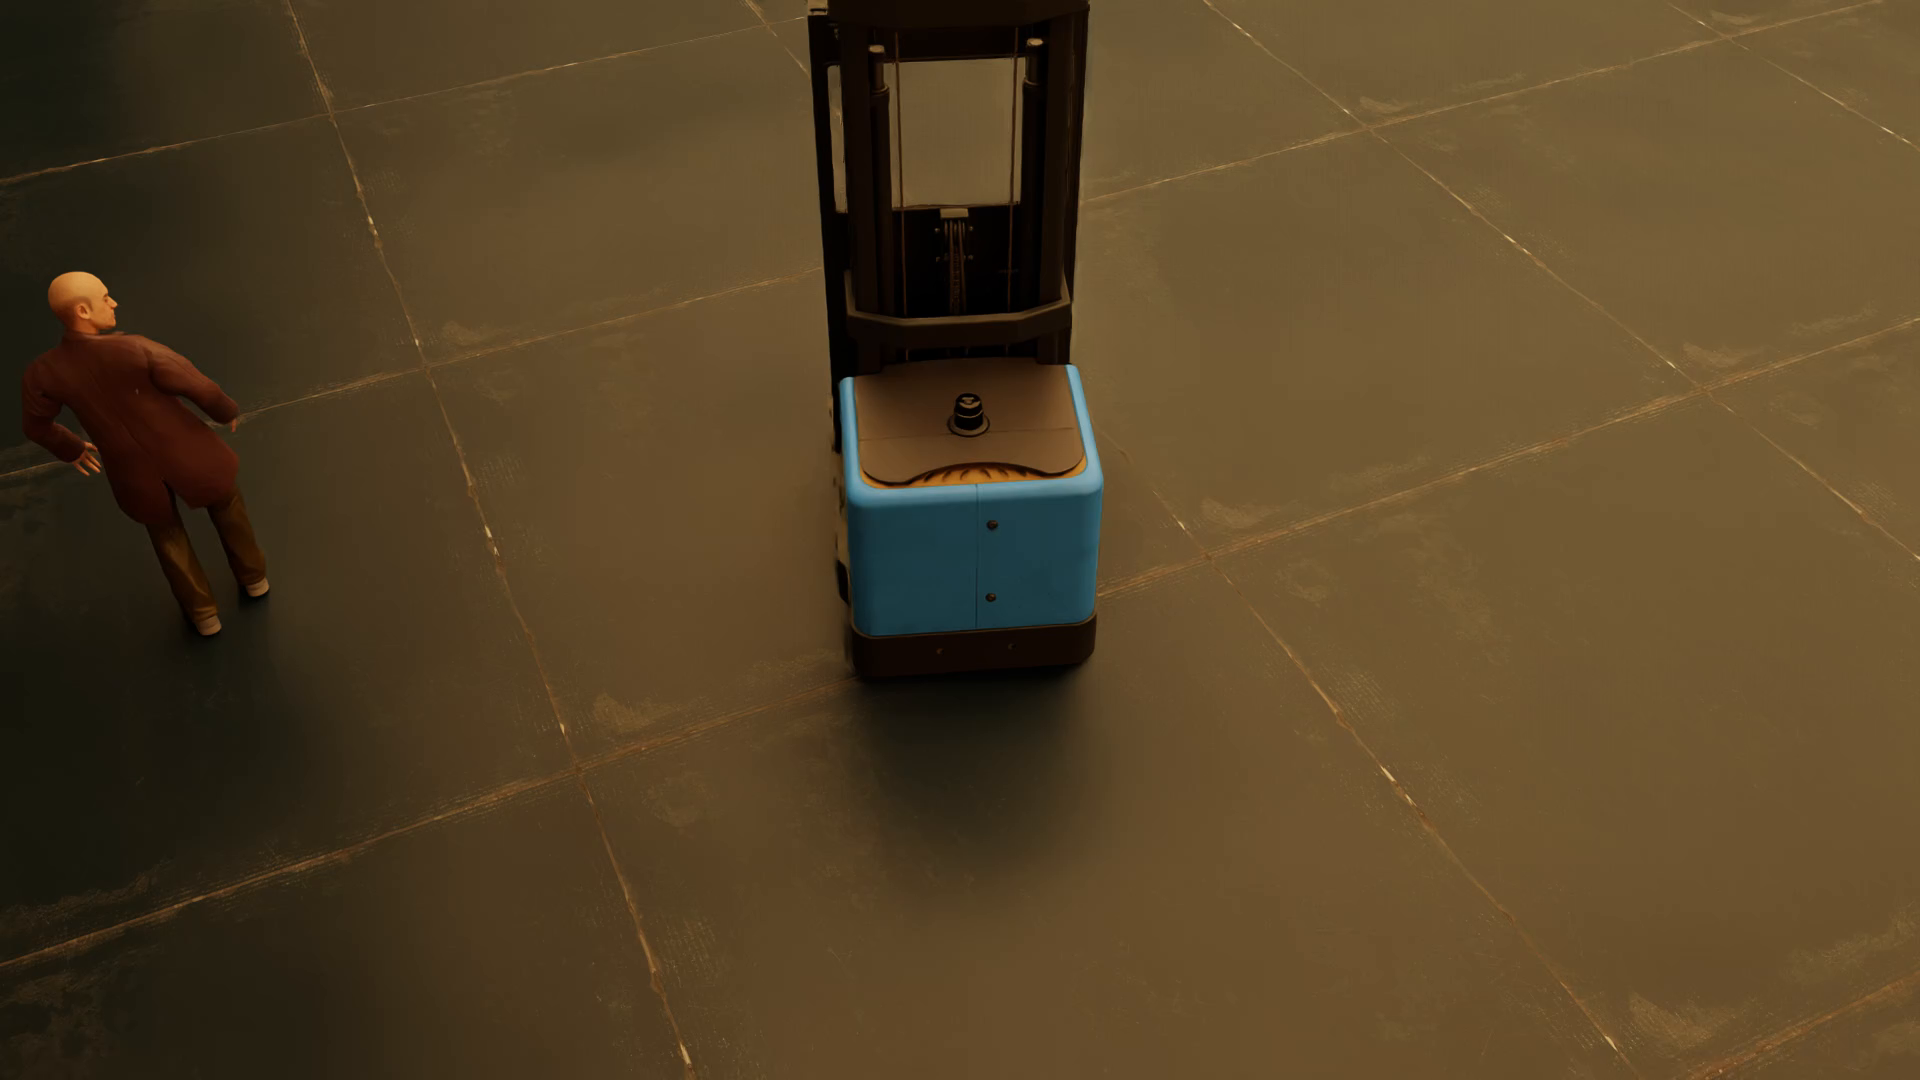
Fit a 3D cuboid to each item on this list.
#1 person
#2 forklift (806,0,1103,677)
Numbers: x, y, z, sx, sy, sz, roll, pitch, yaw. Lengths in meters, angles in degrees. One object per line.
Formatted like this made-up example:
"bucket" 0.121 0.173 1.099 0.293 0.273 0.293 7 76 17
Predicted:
"person" -3.389 -0.383 6.966 0.790 1.749 0.552 -13 45 -13
"forklift" -0.070 -1.489 7.276 1.130 2.935 3.031 -4 43 -4
